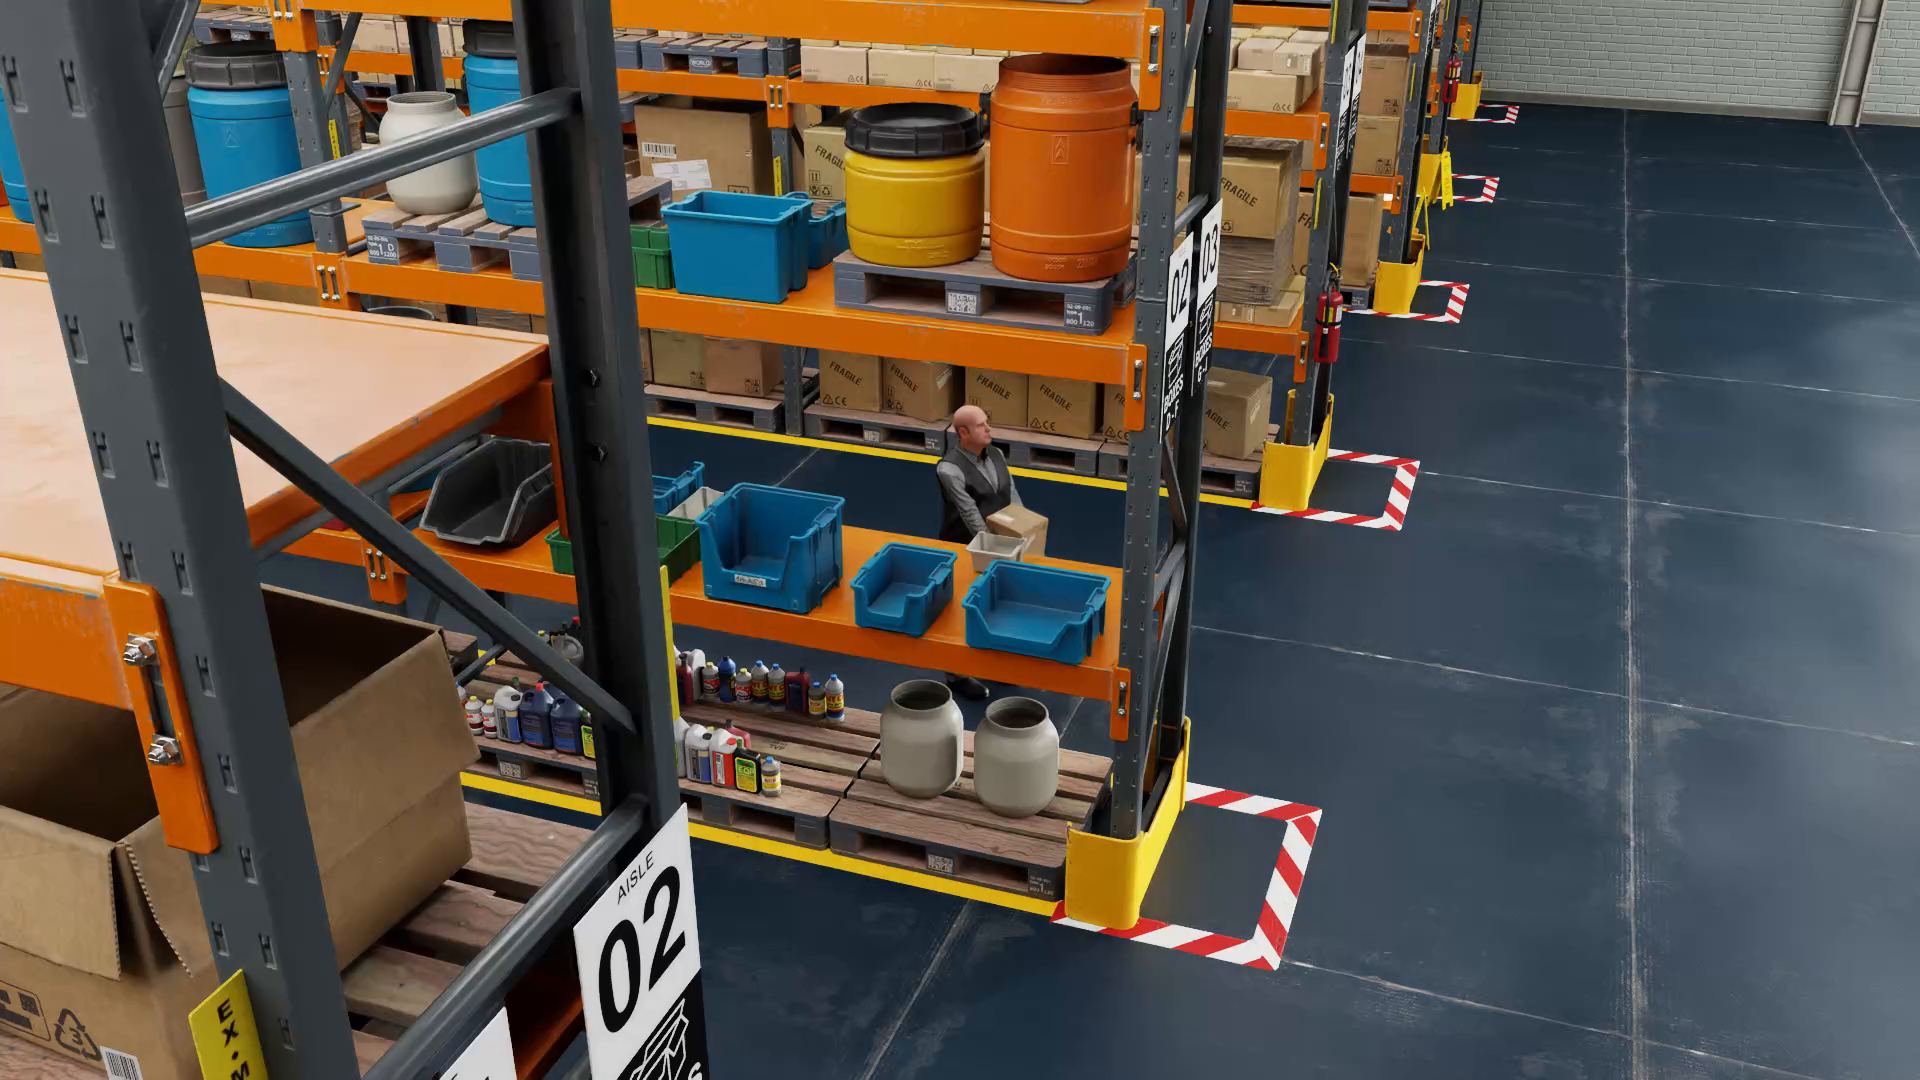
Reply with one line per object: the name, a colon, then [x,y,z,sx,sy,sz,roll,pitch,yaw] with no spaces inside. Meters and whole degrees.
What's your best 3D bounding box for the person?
person: [0.175,0.080,9.445,0.559,1.709,0.494,19,32,34]
